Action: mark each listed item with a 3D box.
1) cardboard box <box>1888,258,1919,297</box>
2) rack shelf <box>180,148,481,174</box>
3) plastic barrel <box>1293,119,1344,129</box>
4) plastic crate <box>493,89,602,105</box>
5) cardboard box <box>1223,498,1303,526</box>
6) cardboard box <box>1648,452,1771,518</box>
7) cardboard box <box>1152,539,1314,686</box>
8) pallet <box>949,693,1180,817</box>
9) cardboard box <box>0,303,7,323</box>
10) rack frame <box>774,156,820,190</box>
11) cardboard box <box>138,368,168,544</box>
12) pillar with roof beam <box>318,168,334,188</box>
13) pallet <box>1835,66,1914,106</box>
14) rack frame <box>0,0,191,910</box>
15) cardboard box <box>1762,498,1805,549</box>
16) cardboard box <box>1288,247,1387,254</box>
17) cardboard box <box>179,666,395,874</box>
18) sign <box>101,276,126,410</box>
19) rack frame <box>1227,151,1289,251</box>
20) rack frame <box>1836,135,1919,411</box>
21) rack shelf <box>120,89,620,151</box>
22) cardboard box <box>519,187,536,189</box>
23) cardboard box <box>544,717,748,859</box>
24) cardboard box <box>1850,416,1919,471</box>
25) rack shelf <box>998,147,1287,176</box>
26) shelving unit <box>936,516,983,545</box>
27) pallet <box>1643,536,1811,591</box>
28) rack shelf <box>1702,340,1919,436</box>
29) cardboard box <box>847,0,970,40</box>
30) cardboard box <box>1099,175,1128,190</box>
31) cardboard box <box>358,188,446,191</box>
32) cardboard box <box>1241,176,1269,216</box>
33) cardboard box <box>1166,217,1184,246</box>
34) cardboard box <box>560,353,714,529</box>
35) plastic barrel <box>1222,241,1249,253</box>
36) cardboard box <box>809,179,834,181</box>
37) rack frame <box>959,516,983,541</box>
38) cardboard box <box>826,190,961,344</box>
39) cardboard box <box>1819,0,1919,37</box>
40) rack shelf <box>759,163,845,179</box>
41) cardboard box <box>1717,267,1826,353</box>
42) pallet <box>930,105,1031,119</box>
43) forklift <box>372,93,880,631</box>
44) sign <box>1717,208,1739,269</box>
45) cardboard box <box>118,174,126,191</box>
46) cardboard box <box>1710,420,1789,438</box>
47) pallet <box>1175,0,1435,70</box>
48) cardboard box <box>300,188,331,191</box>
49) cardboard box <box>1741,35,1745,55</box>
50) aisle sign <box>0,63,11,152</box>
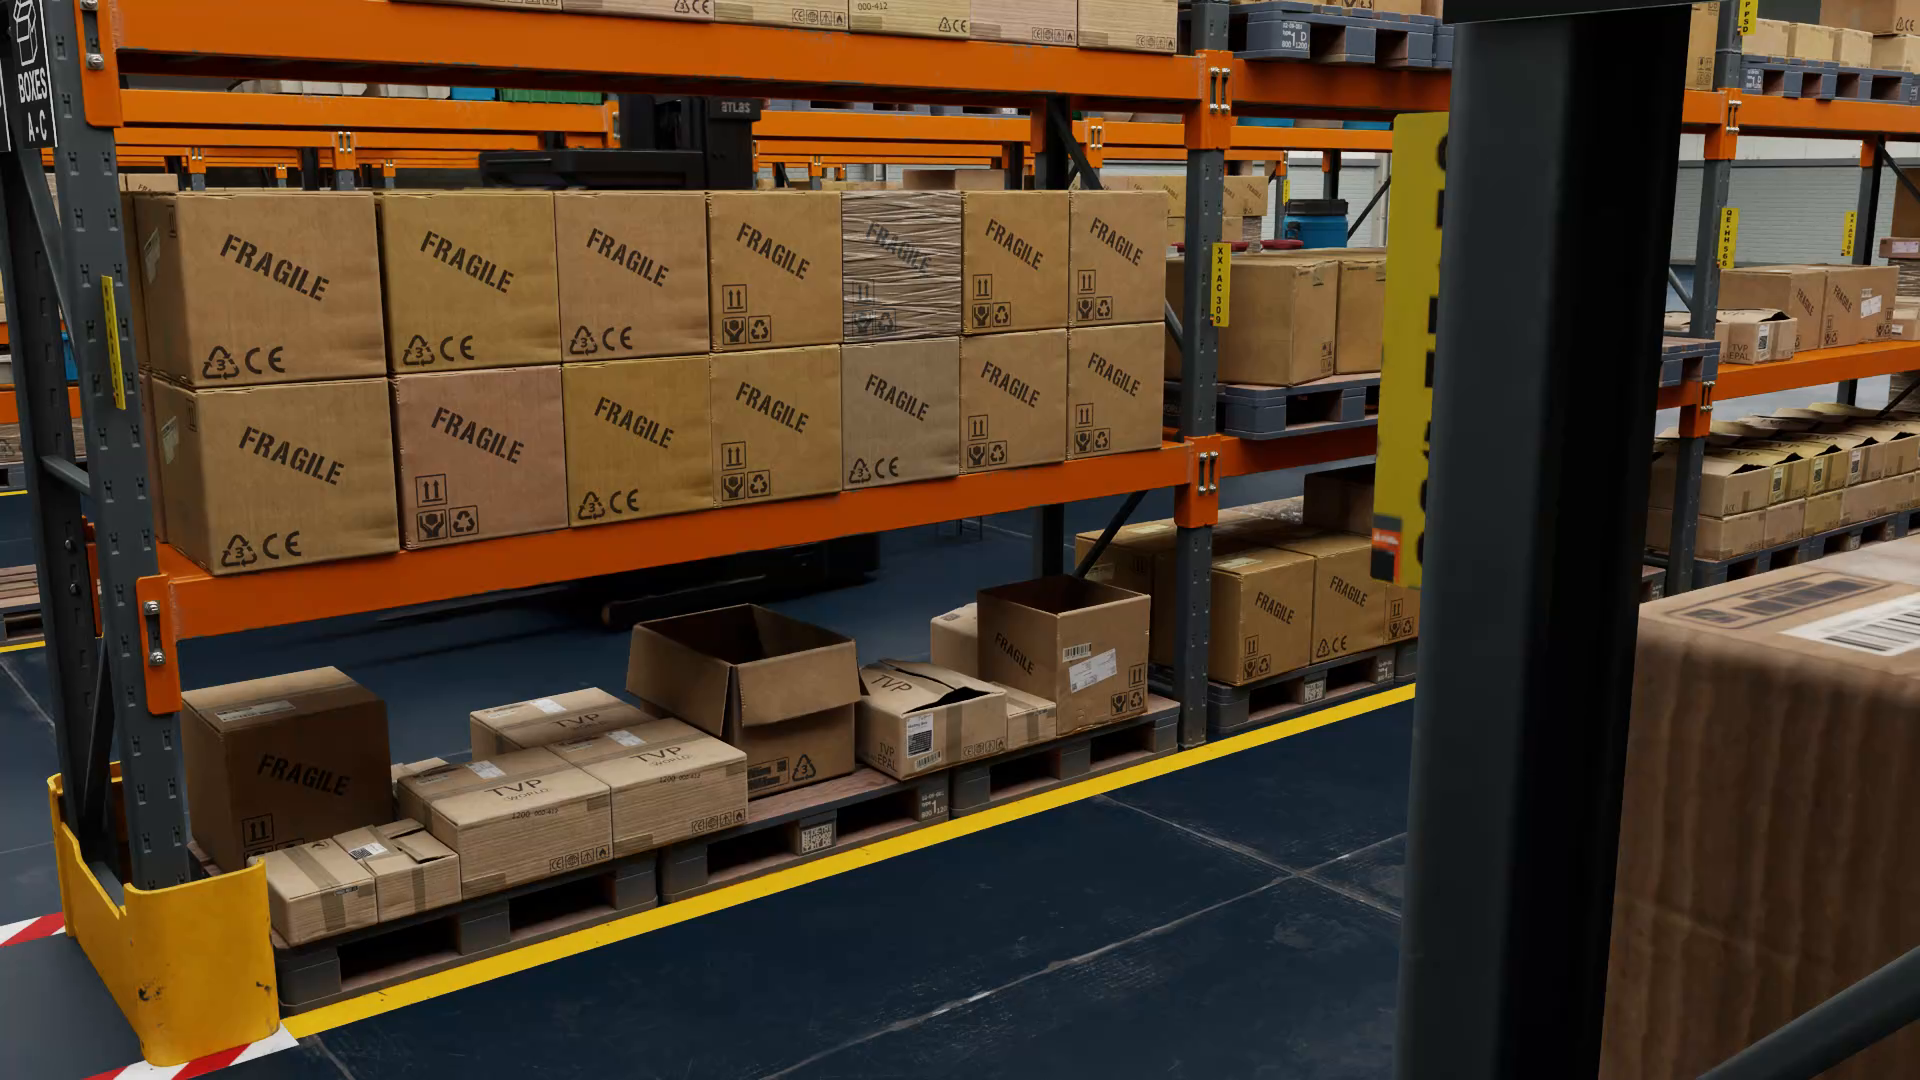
[{"bbox_3d":[7.272,-1.818,12.230,0.500,0.500,0.700,-10,16,-39],"label":"cardboard box"},{"bbox_3d":[-6.961,-4.472,19.480,4.000,0.370,1.077,-9,15,-38],"label":"rack shelf"},{"bbox_3d":[3.066,-4.041,14.510,0.600,0.901,0.600,0,12,0],"label":"plastic barrel"},{"bbox_3d":[-2.551,-2.736,10.082,0.662,0.188,0.450,-9,15,-38],"label":"plastic crate"},{"bbox_3d":[1.672,0.096,8.412,0.500,0.500,0.500,-9,15,-37],"label":"cardboard box"},{"bbox_3d":[4.398,-0.347,9.799,0.500,0.311,0.500,-9,15,-36],"label":"cardboard box"},{"bbox_3d":[1.212,0.312,7.399,0.500,0.500,0.500,-10,16,-40],"label":"cardboard box"},{"bbox_3d":[0.146,0.780,6.946,1.213,0.211,1.003,-9,15,-38],"label":"pallet"},{"bbox_3d":[-7.342,-1.764,12.821,0.250,0.149,0.380,-10,15,-39],"label":"cardboard box"},{"bbox_3d":[-2.276,-4.136,23.384,0.127,3.000,1.000,-9,15,-38],"label":"rack frame"},{"bbox_3d":[-2.261,-0.305,5.102,0.500,0.500,0.500,-9,15,-36],"label":"cardboard box"},{"bbox_3d":[-8.530,-7.763,26.021,0.400,9.000,9.100,-9,15,-38],"label":"pillar with roof beam"},{"bbox_3d":[5.151,-2.815,10.397,1.213,0.211,1.003,-9,15,-35],"label":"pallet"},{"bbox_3d":[-2.441,-0.154,4.631,0.127,3.000,1.000,-9,15,-38],"label":"rack frame"},{"bbox_3d":[4.790,-0.138,10.165,0.500,0.250,0.500,-10,16,-39],"label":"cardboard box"},{"bbox_3d":[2.023,-1.166,8.148,0.700,0.500,0.500,9,15,36],"label":"cardboard box"},{"bbox_3d":[-2.170,0.743,5.366,0.500,0.500,0.500,-9,15,-38],"label":"cardboard box"},{"bbox_3d":[-2.102,-0.489,4.127,0.005,0.325,0.100,-9,15,-38],"label":"sign"},{"bbox_3d":[3.867,-3.837,21.978,0.127,3.000,1.000,-9,15,-38],"label":"rack frame"},{"bbox_3d":[6.929,-1.711,11.964,0.127,3.000,1.000,-9,15,-38],"label":"rack frame"},{"bbox_3d":[-3.971,-2.333,9.402,4.000,0.370,1.077,-9,15,-38],"label":"rack shelf"},{"bbox_3d":[-6.819,-5.481,26.191,0.250,0.149,0.380,-8,15,-35],"label":"cardboard box"},{"bbox_3d":[-1.058,0.822,5.598,0.500,0.250,0.500,-9,15,-38],"label":"cardboard box"},{"bbox_3d":[6.390,-0.678,11.359,0.500,0.311,0.500,-9,15,-36],"label":"cardboard box"},{"bbox_3d":[2.305,-4.693,20.519,4.000,0.370,1.077,-9,15,-38],"label":"rack shelf"},{"bbox_3d":[-0.006,-0.439,11.030,0.210,0.900,0.258,-9,15,-38],"label":"shelving unit"},{"bbox_3d":[4.473,0.072,10.283,1.213,0.211,1.003,-9,15,-38],"label":"pallet"},{"bbox_3d":[5.368,-1.099,10.817,4.000,0.370,1.077,-9,15,-38],"label":"rack shelf"},{"bbox_3d":[-0.313,-1.831,5.670,0.500,0.250,0.500,-9,15,-38],"label":"cardboard box"},{"bbox_3d":[1.643,-4.084,19.776,0.500,0.500,0.500,-9,15,-38],"label":"cardboard box"},{"bbox_3d":[-5.010,-2.904,14.927,0.637,0.503,0.797,-10,16,-39],"label":"cardboard box"},{"bbox_3d":[3.592,-4.409,21.308,0.500,0.500,0.500,-9,15,-38],"label":"cardboard box"},{"bbox_3d":[2.290,-3.759,20.655,0.500,0.500,0.875,-9,15,-38],"label":"cardboard box"},{"bbox_3d":[-1.137,-0.350,5.314,0.500,0.500,0.500,-9,15,-38],"label":"cardboard box"},{"bbox_3d":[2.381,-2.397,14.870,0.433,0.535,0.433,0,12,0],"label":"plastic barrel"},{"bbox_3d":[-2.586,-6.026,28.923,0.500,0.500,0.700,-10,16,-39],"label":"cardboard box"},{"bbox_3d":[0.073,-0.452,11.092,0.006,0.900,0.240,-9,15,-38],"label":"rack frame"},{"bbox_3d":[-0.343,-0.971,5.832,0.500,0.500,0.500,-9,15,-37],"label":"cardboard box"},{"bbox_3d":[5.993,-3.526,10.834,0.500,0.500,0.500,-8,14,-32],"label":"cardboard box"},{"bbox_3d":[-3.885,-6.300,28.088,4.000,0.370,1.077,-9,15,-38],"label":"rack shelf"},{"bbox_3d":[5.106,-1.461,10.547,0.500,0.500,0.500,-11,16,-41],"label":"cardboard box"},{"bbox_3d":[0.056,-3.287,12.621,1.213,0.211,1.003,-9,15,-38],"label":"pallet"},{"bbox_3d":[-1.930,-1.074,9.128,3.031,2.935,1.130,-10,16,-39],"label":"forklift"},{"bbox_3d":[4.152,-1.633,8.999,0.005,0.325,0.100,-9,15,-38],"label":"sign"},{"bbox_3d":[-9.121,-3.608,17.536,0.500,0.500,0.500,-10,16,-39],"label":"cardboard box"},{"bbox_3d":[5.251,-0.633,11.145,0.500,0.311,0.500,-9,15,-36],"label":"cardboard box"},{"bbox_3d":[1.235,-2.121,7.128,1.003,0.211,1.213,-9,15,-38],"label":"pallet"},{"bbox_3d":[-9.206,-4.767,23.709,0.500,0.500,0.500,-9,15,-37],"label":"cardboard box"},{"bbox_3d":[4.125,-2.859,9.501,0.500,0.250,0.500,-11,16,-42],"label":"cardboard box"},{"bbox_3d":[-2.686,-1.466,4.554,0.004,0.787,0.394,-9,15,-38],"label":"aisle sign"}]
